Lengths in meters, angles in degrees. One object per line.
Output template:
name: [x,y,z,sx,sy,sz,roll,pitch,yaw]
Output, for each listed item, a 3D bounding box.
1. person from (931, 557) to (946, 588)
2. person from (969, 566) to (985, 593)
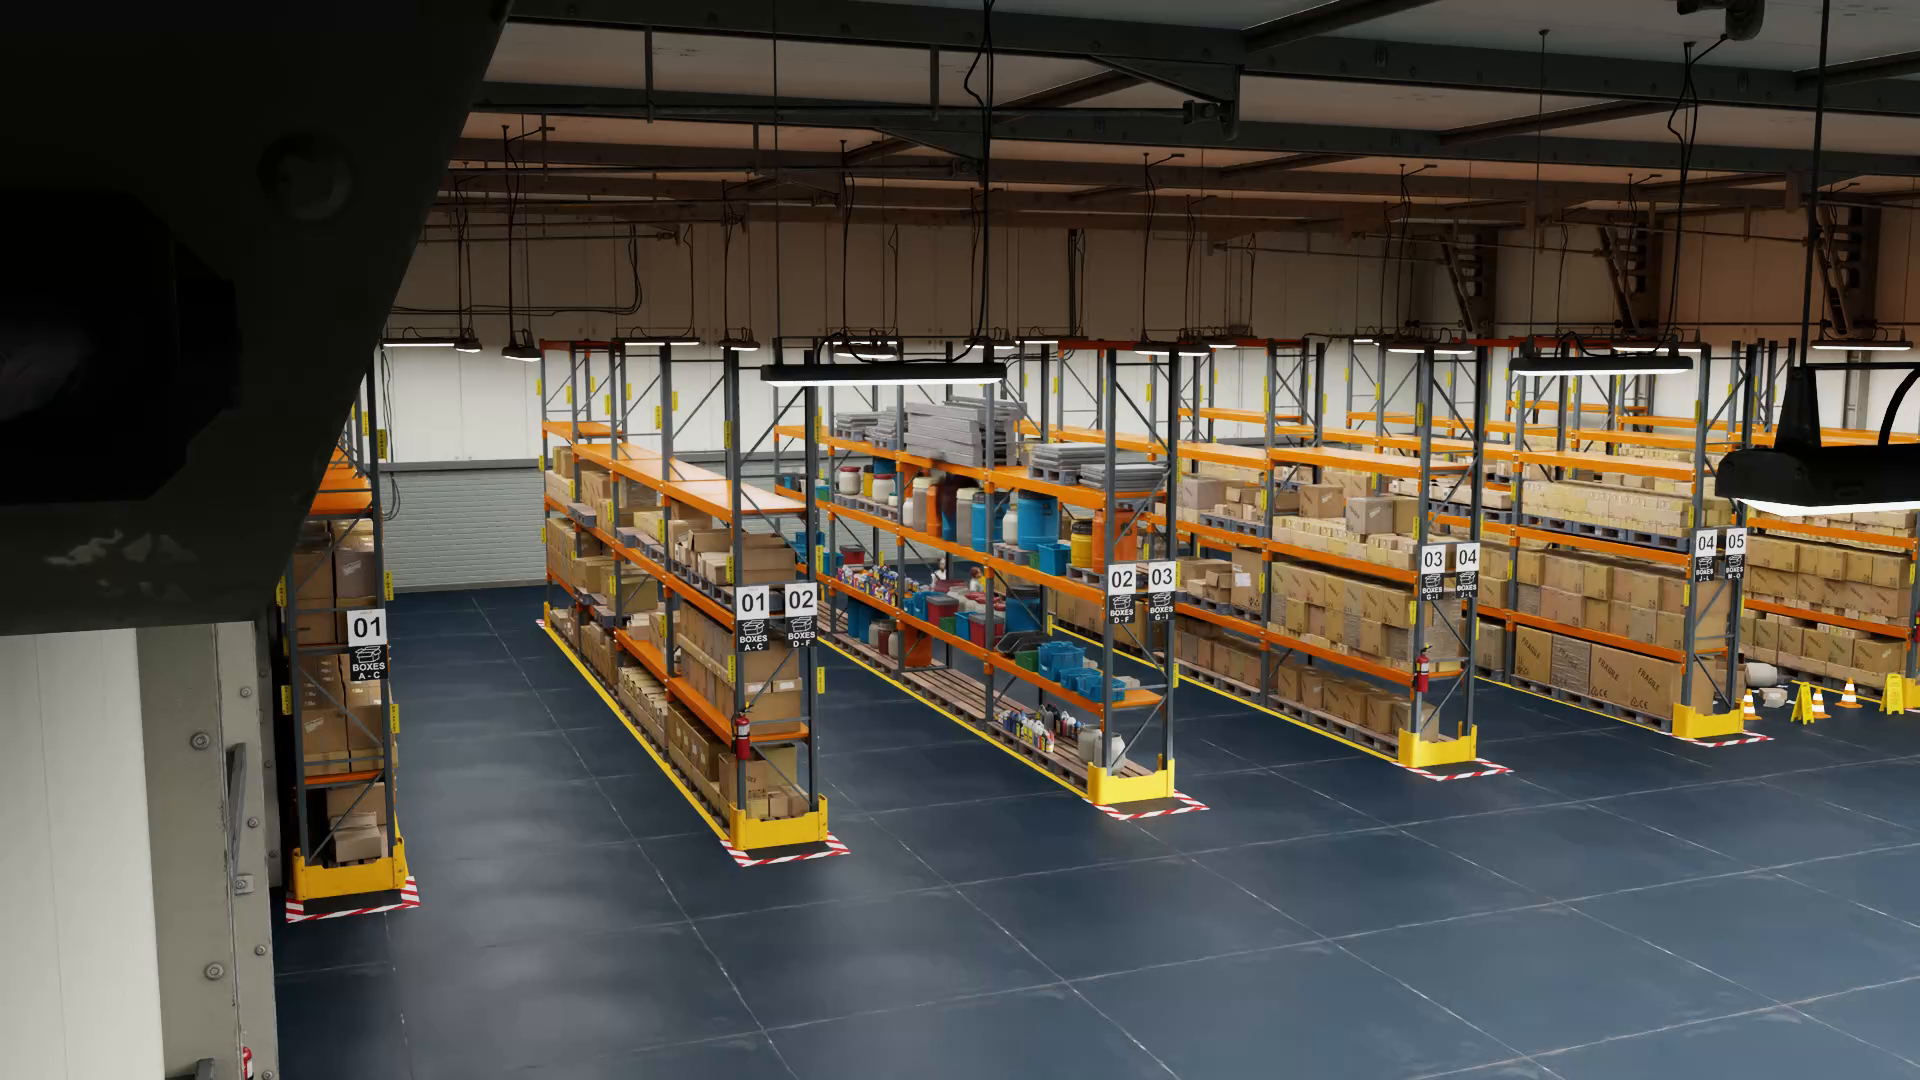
person: [-0.353,1.149,33.611,0.502,1.633,0.973,-4,8,-29]
person: [0.314,1.237,31.423,0.447,1.505,0.478,1,7,6]
